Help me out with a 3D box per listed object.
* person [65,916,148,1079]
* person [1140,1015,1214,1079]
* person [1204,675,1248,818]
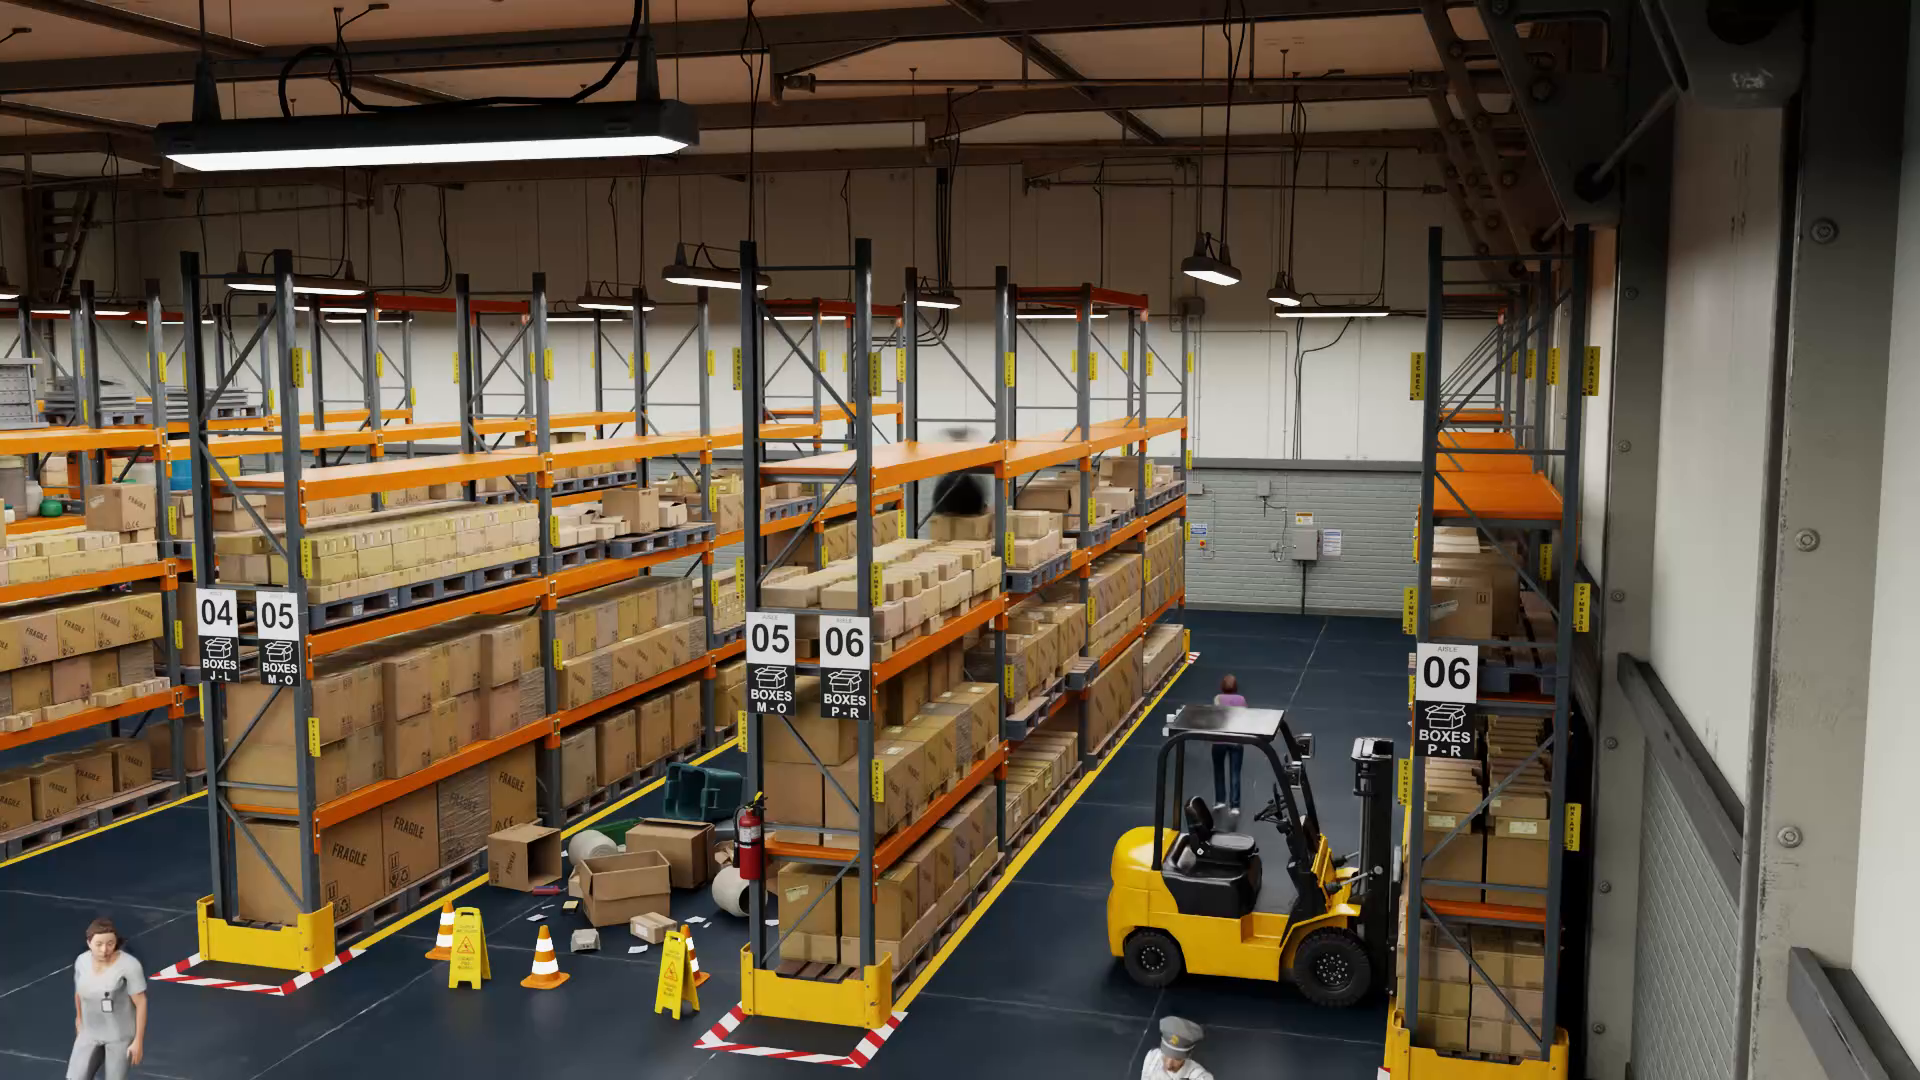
[{"bbox_3d":[-5.484,3.170,10.701,0.615,1.636,0.520,0,6,0],"label":"person"},{"bbox_3d":[1.182,3.347,9.212,0.737,1.590,0.620,5,8,37],"label":"person"},{"bbox_3d":[2.999,2.311,18.585,0.534,1.568,0.904,0,6,4],"label":"person"}]
